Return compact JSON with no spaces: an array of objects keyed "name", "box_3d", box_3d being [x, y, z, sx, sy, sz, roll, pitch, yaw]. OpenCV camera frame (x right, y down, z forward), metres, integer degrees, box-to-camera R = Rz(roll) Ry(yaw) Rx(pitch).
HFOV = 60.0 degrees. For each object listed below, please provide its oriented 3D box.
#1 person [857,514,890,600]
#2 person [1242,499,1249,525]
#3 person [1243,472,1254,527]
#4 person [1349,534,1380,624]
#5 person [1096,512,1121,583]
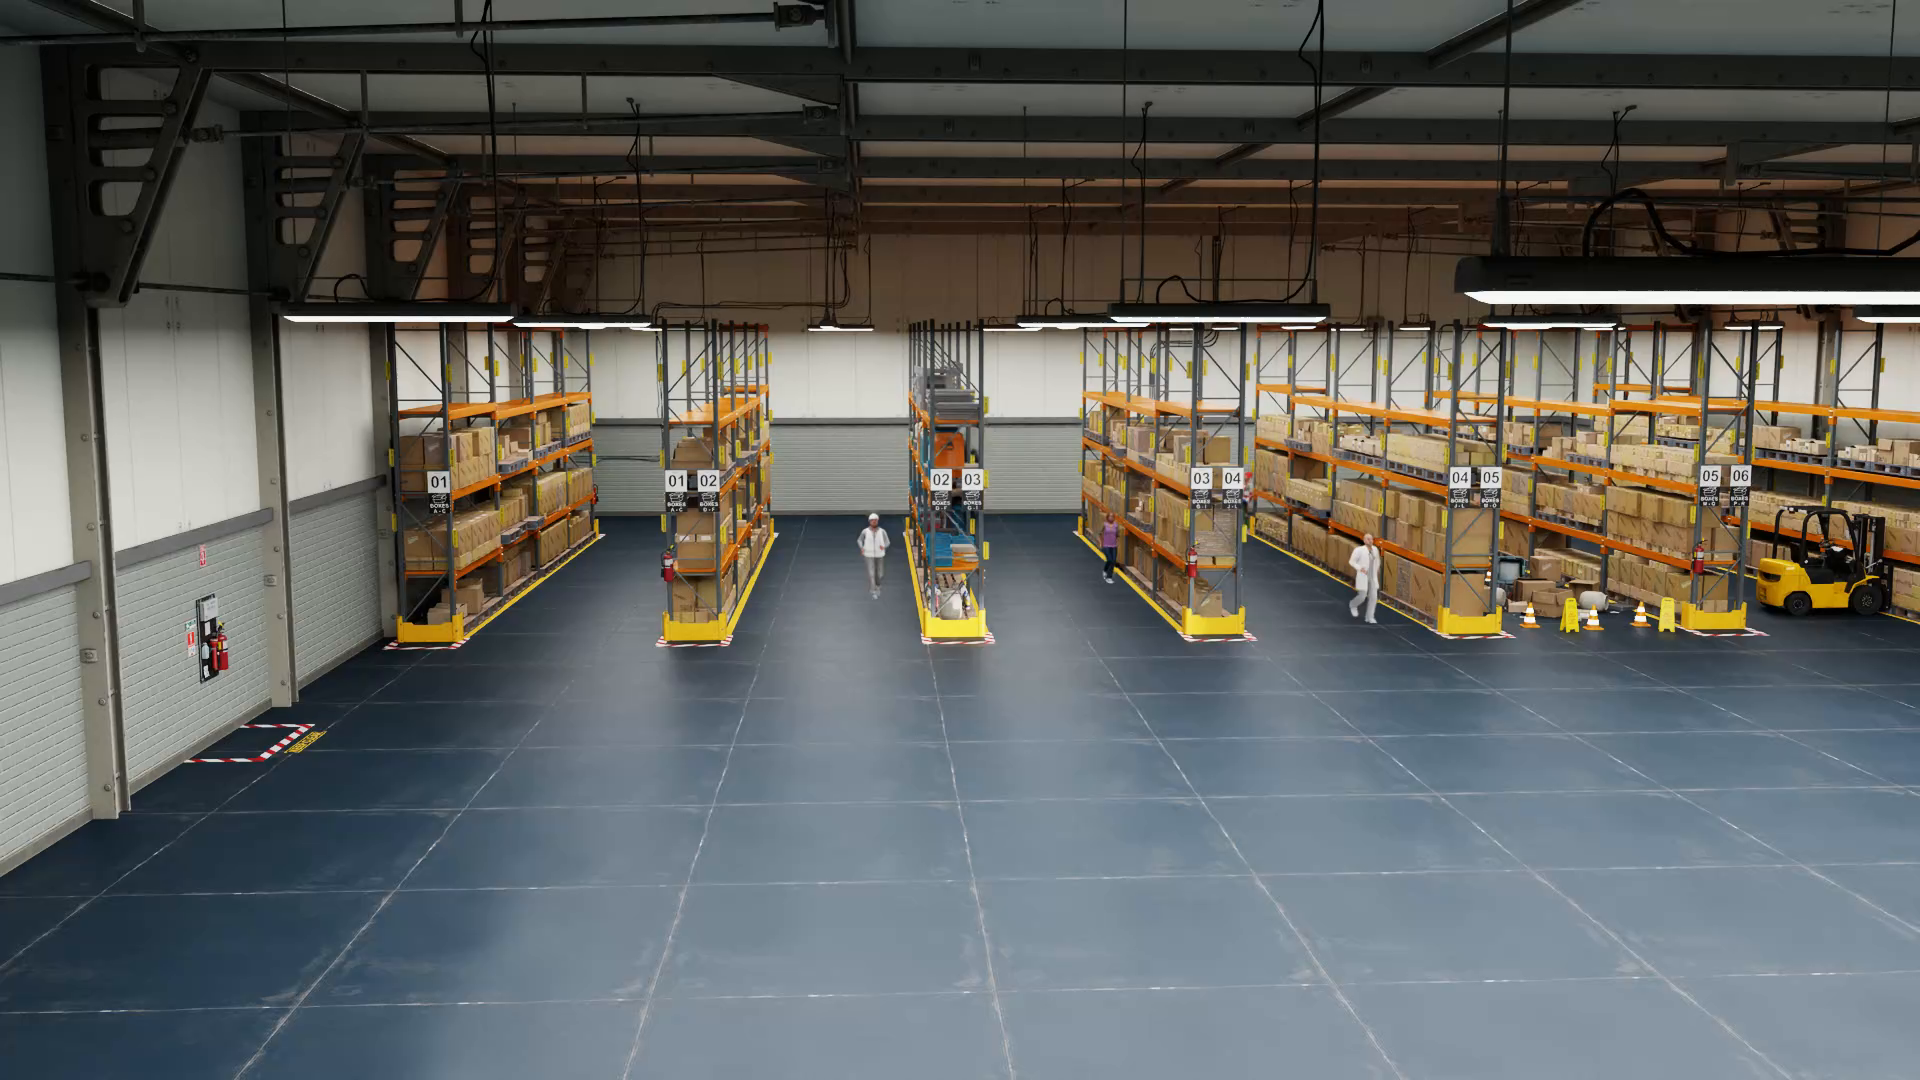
[{"name":"person","box_3d":[-1.775,0.339,34.304,0.668,1.760,0.739,-1,7,-8]},{"name":"person","box_3d":[7.387,-0.528,44.208,0.581,1.635,0.656,1,7,5]},{"name":"person","box_3d":[8.385,-1.186,49.195,0.657,1.690,0.761,1,7,8]},{"name":"person","box_3d":[8.096,0.749,33.142,0.725,1.757,0.913,-2,7,-15]},{"name":"person","box_3d":[3.286,0.169,36.411,0.532,1.561,0.474,-1,7,-12]}]
